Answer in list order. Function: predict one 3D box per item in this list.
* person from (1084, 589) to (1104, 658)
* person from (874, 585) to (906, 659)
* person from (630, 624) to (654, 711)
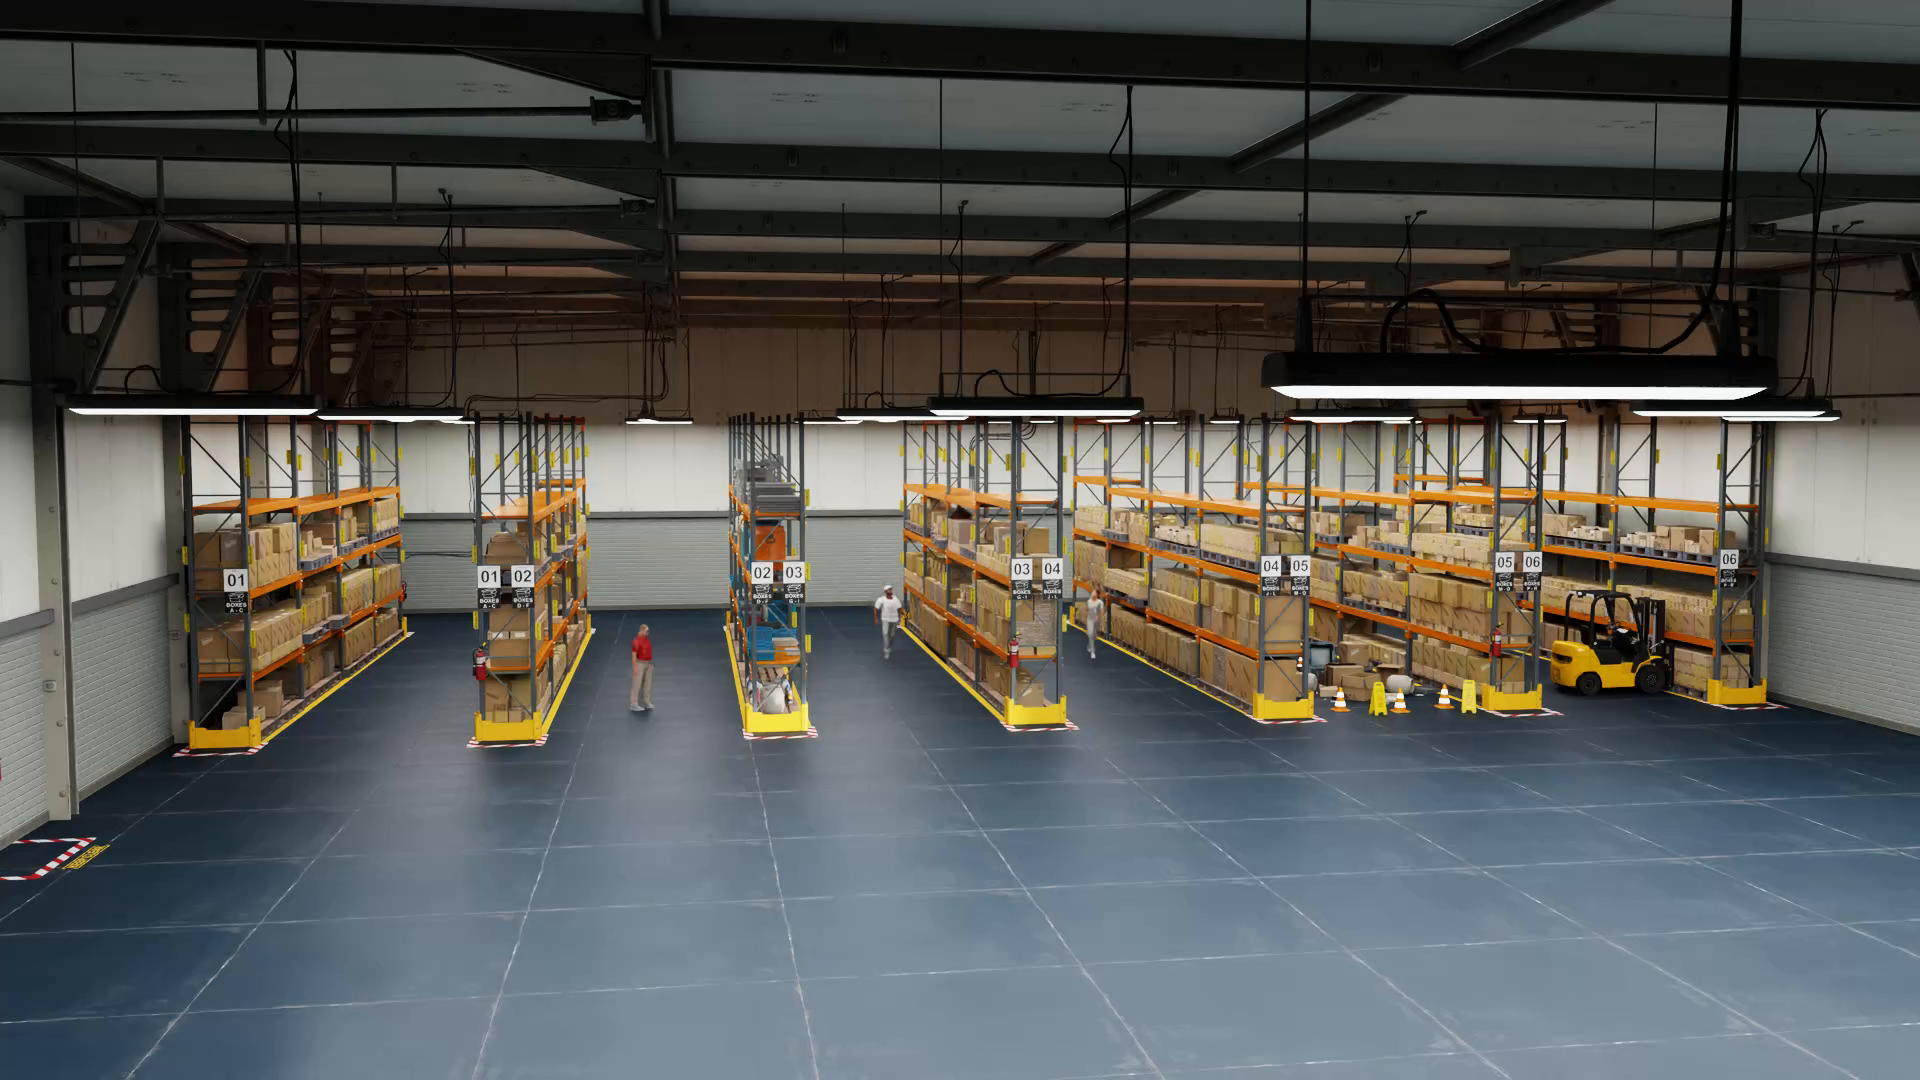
[{"bbox_3d":[3.289,2.011,40.644,0.416,1.647,0.982,-1,4,-9],"label":"person"},{"bbox_3d":[-1.716,1.971,40.499,0.746,1.737,1.003,-1,4,-8],"label":"person"},{"bbox_3d":[-6.438,2.570,33.738,0.389,1.730,0.613,2,4,21],"label":"person"}]
